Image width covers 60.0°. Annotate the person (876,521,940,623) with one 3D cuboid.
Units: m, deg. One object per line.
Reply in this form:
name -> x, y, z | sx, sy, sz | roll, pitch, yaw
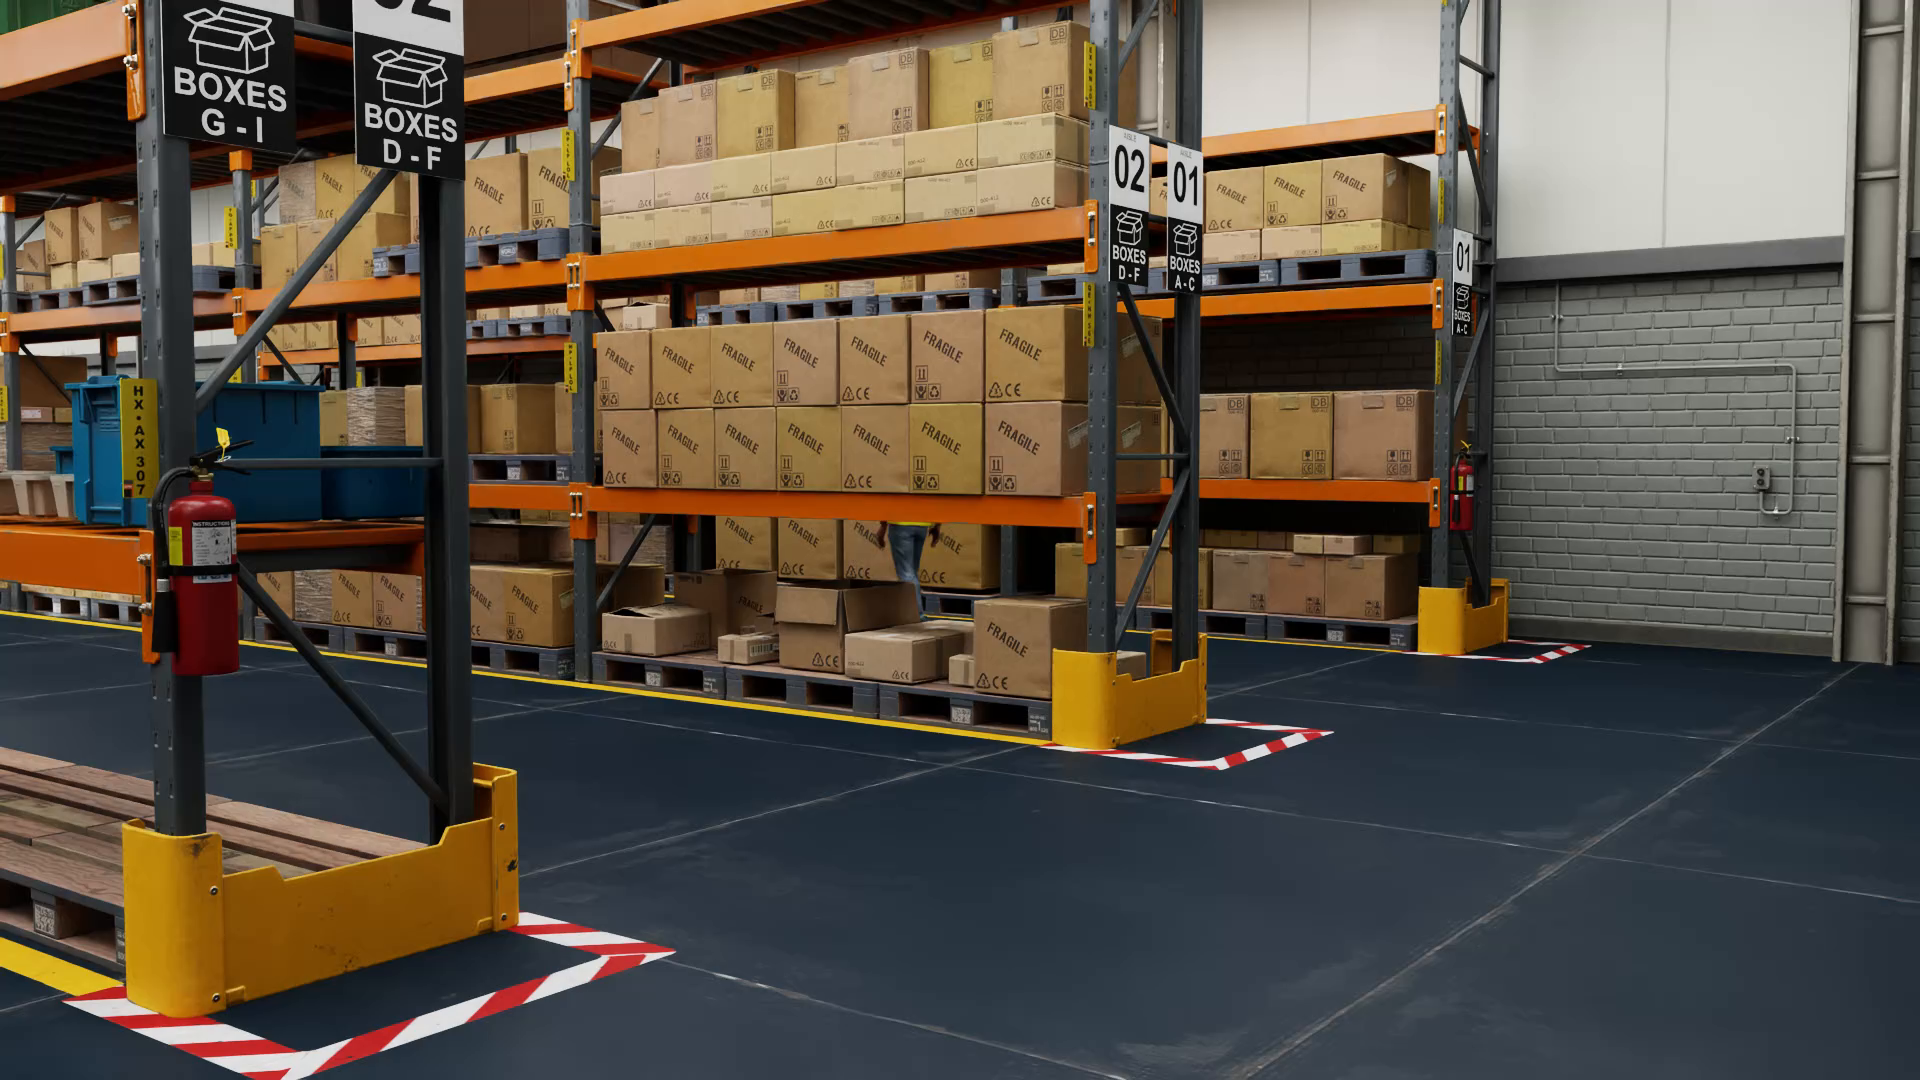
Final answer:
person -> -0.497, -0.120, 14.313 | 0.585, 1.763, 0.732 | -3, 4, -41
